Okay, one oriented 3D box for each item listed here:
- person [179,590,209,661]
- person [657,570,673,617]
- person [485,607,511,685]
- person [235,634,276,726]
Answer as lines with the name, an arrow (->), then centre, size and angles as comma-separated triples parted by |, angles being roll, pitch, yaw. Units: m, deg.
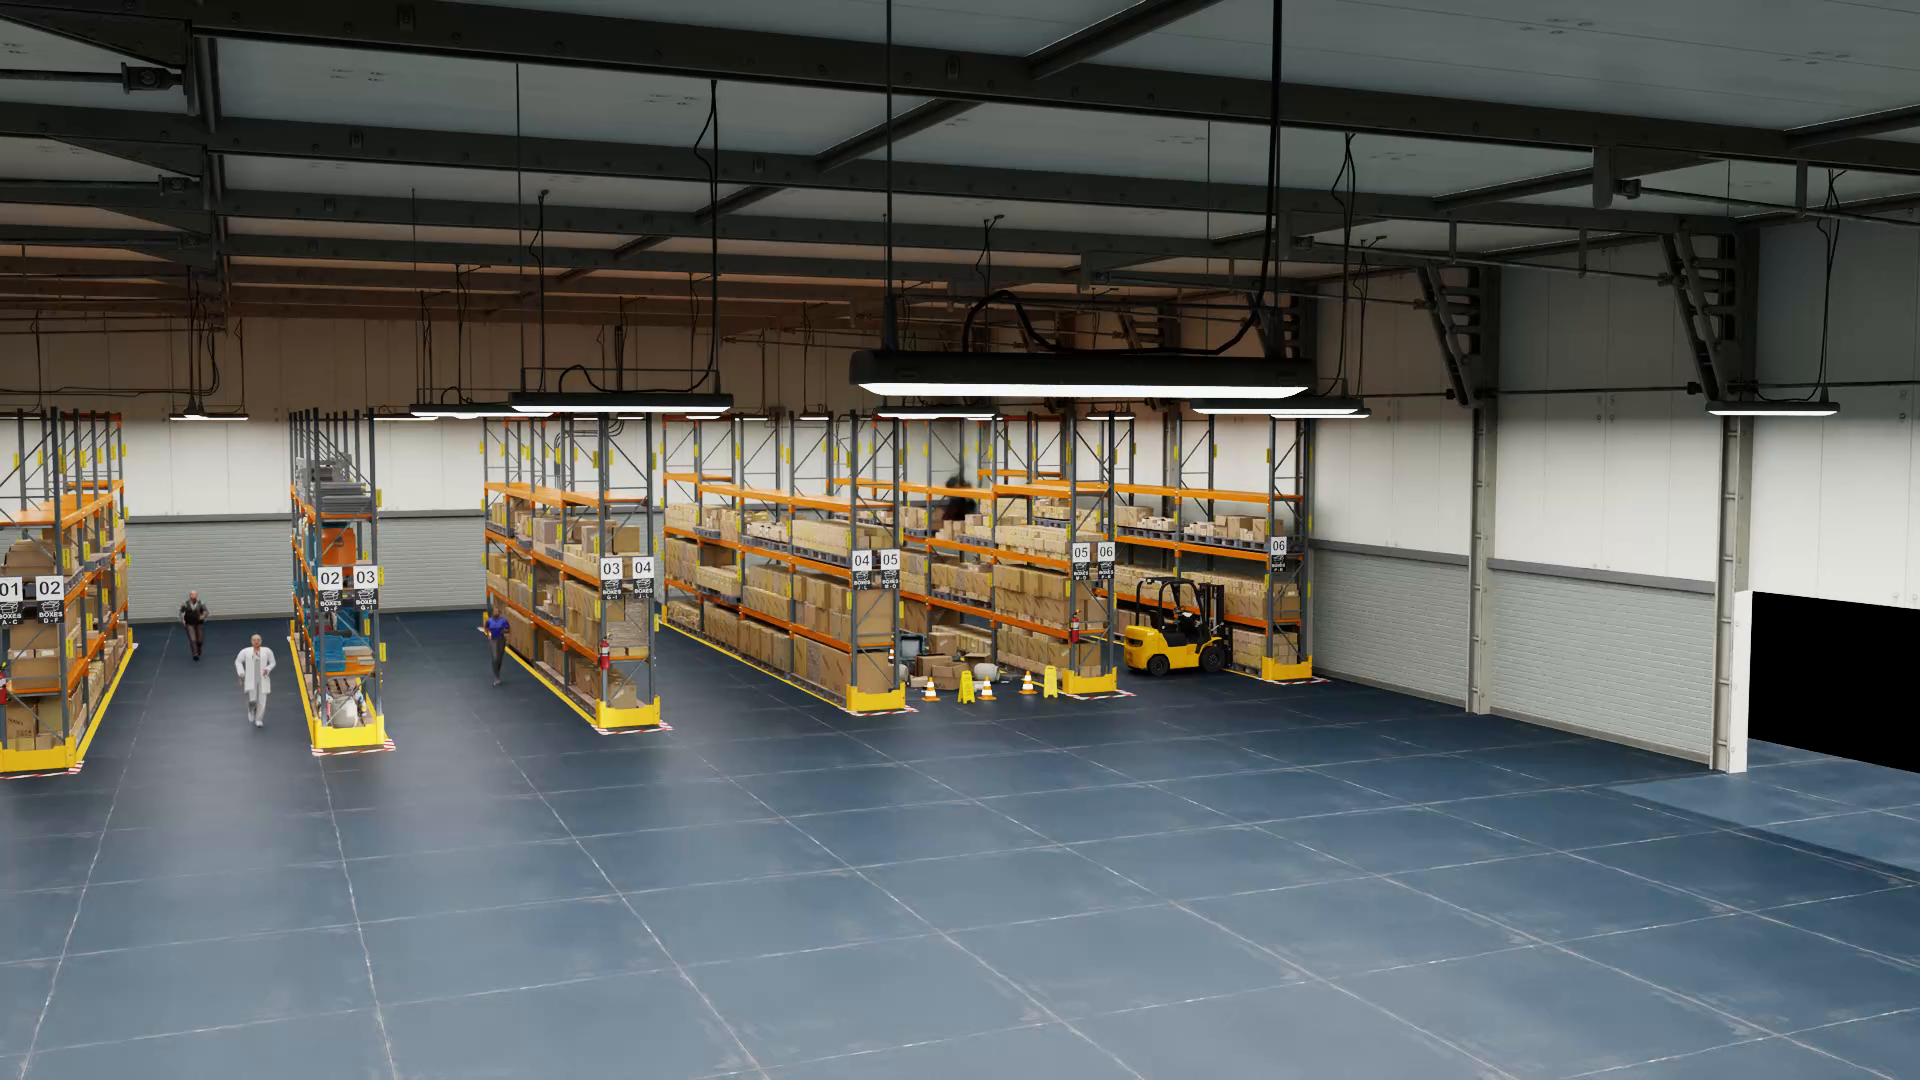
person -> -18.556, 2.059, 40.285 | 0.657, 1.686, 0.708 | -2, 5, -28
person -> -8.640, 1.423, 49.063 | 0.571, 1.726, 0.715 | -4, 5, -41
person -> -10.229, 2.321, 36.859 | 0.556, 1.704, 0.811 | -2, 4, -21
person -> -13.284, 2.655, 31.416 | 0.704, 1.732, 0.628 | -2, 5, -28
